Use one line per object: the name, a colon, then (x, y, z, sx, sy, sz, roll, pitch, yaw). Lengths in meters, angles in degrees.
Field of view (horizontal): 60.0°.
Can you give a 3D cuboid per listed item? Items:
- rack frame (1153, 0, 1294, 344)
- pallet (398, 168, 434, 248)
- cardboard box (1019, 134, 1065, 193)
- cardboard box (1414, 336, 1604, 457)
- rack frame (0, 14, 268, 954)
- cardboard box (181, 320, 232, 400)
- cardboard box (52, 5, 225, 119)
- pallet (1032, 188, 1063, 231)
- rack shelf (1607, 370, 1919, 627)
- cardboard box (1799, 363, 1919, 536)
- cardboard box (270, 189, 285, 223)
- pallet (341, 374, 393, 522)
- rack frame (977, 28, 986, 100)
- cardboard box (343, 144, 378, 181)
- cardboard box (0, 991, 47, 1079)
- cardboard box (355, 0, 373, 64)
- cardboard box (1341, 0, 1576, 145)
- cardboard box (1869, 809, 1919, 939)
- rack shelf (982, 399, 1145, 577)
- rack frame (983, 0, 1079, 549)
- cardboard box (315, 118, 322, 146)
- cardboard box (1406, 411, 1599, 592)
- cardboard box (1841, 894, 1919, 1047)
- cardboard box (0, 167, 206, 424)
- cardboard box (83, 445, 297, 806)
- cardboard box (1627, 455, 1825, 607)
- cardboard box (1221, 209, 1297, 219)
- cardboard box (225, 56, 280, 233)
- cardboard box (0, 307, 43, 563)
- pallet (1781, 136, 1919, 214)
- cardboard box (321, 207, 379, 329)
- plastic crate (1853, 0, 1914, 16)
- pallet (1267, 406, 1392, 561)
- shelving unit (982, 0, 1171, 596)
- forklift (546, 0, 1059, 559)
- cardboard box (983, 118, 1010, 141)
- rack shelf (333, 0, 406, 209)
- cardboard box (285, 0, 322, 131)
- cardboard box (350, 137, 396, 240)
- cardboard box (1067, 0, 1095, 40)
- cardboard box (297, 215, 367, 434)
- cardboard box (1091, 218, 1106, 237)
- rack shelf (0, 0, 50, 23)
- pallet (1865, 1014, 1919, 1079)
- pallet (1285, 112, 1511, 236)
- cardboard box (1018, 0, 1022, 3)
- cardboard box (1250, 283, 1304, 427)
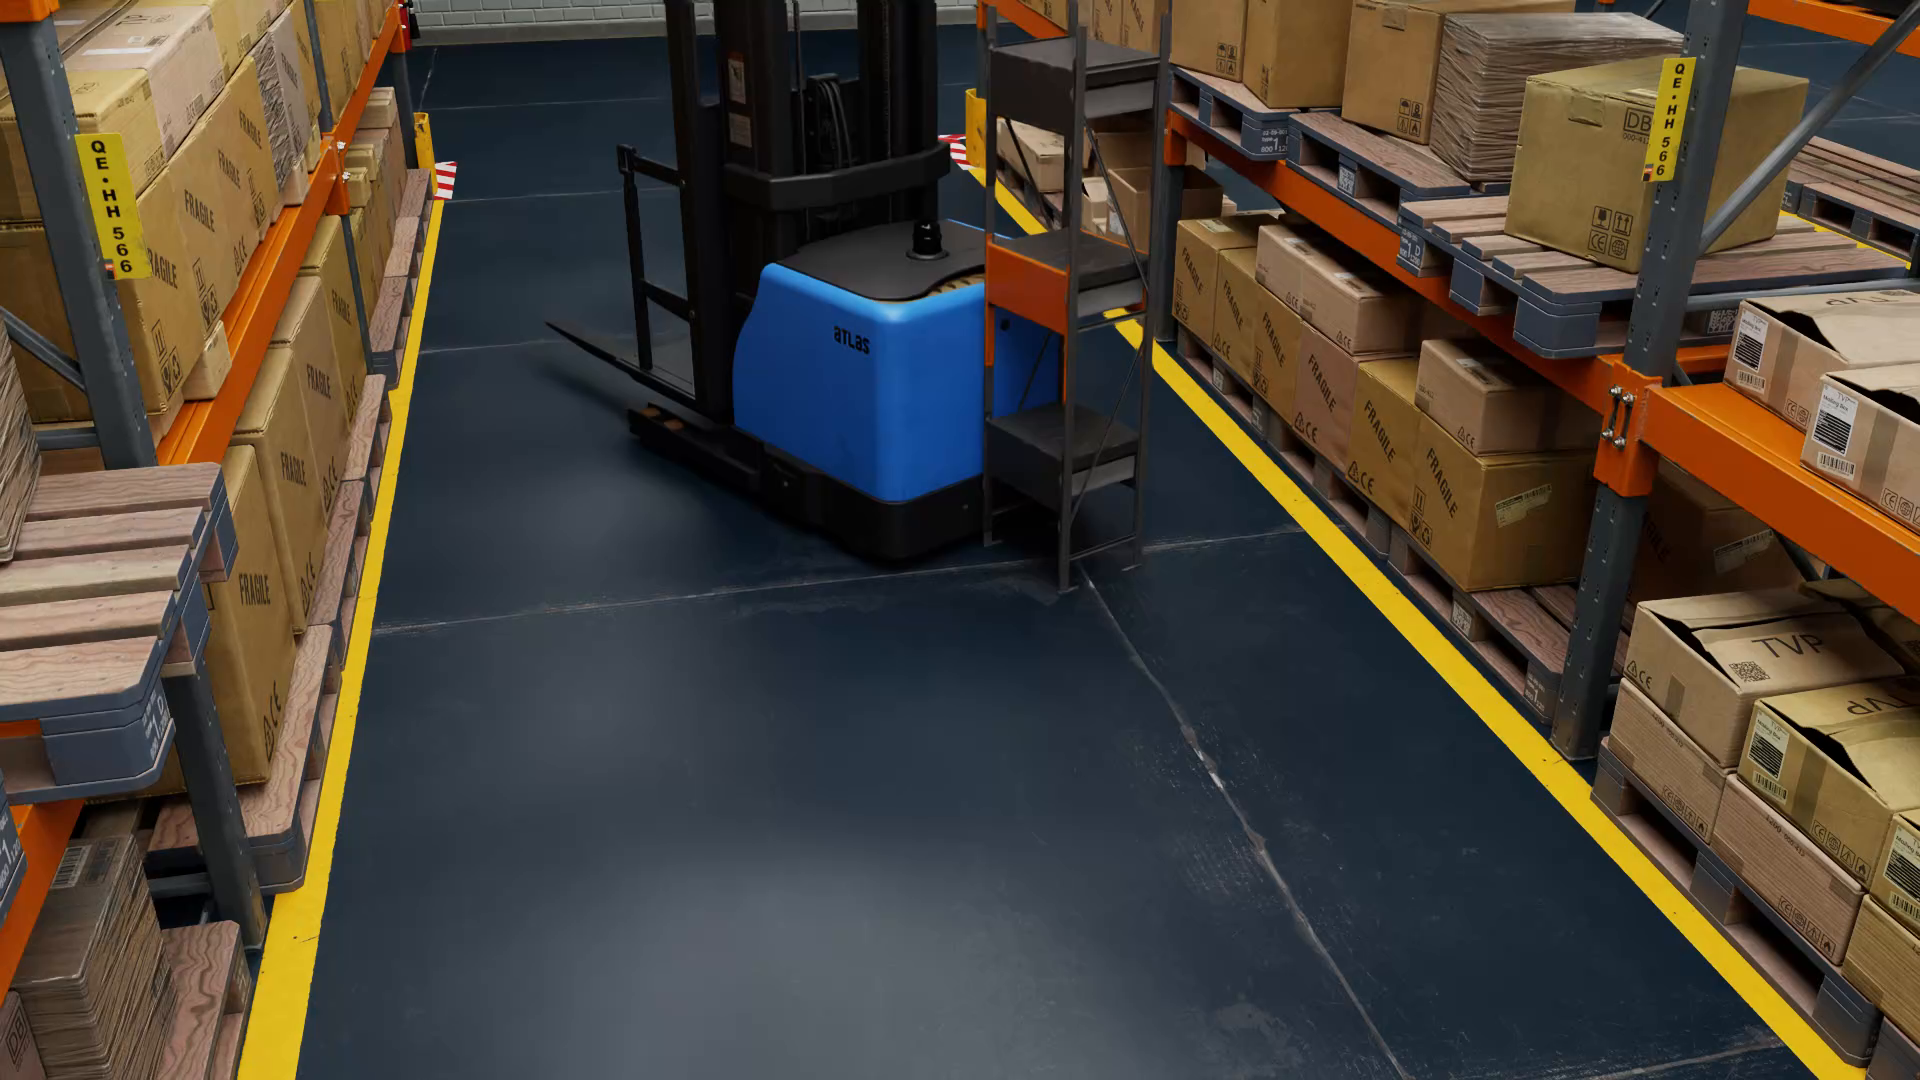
rack frame: (1.522, -2.455, 8.285, 1.000, 3.000, 0.127, -6, 27, -12)
pallet: (-3.948, -2.118, 10.713, 1.003, 0.211, 1.213, -6, 27, -12)
cardboard box: (0.693, -2.473, 10.885, 0.500, 0.250, 0.500, -6, 27, -12)
cardboard box: (1.968, -0.525, 5.916, 0.500, 0.250, 0.500, -5, 27, -10)
rack frame: (-2.402, -0.194, 3.806, 1.000, 3.000, 0.127, -6, 27, -12)
cardboard box: (-2.276, -0.496, 4.660, 0.380, 0.149, 0.250, -5, 27, -10)
cardboard box: (-2.491, -1.396, 4.891, 0.500, 0.250, 0.500, -6, 27, -11)
pallet: (1.090, -2.048, 10.574, 1.003, 0.211, 1.213, -6, 27, -12)
rack shelf: (2.875, 0.500, 3.229, 1.077, 0.370, 4.000, -6, 27, -12)
cardboard box: (2.437, -0.247, 4.009, 0.500, 0.311, 0.500, -6, 27, -12)
cardboard box: (-2.749, -1.277, 6.207, 0.380, 0.149, 0.250, -6, 27, -12)
pallet: (-3.056, -0.374, 7.258, 1.003, 0.211, 1.213, -6, 27, -12)
rack frame: (0.621, -4.211, 11.764, 1.000, 3.000, 0.127, -6, 27, -12)
cardboard box: (-3.389, -2.048, 9.067, 0.380, 0.149, 0.250, -7, 28, -13)
cardboard box: (-2.186, 1.274, 3.183, 0.700, 0.500, 0.500, -6, 27, -12)
cardboard box: (-3.742, -2.964, 8.960, 0.980, 0.700, 0.700, -7, 28, -14)
cardboard box: (1.981, -1.918, 6.644, 0.700, 0.500, 0.500, -13, 30, -25)
cardboard box: (2.495, 0.804, 3.791, 0.500, 0.311, 0.500, -7, 28, -13)
rack shelf: (0.401, -0.231, 6.462, 0.431, 0.518, 0.480, -18, 32, -31)
rack frame: (0.258, -0.958, 6.317, 0.400, 2.100, 0.015, -18, 32, -31)
cardboard box: (-2.951, -1.727, 7.100, 0.380, 0.149, 0.250, -6, 27, -11)
cardboard box: (1.984, -0.166, 6.036, 0.500, 0.500, 0.500, -5, 27, -10)
cardboard box: (2.493, 1.049, 3.928, 0.500, 0.250, 0.500, -7, 28, -13)
cardboard box: (-2.262, -0.620, 4.186, 0.500, 0.500, 0.500, -5, 27, -10)
cardboard box: (-2.439, 0.242, 4.862, 0.750, 0.750, 0.750, -6, 27, -12)
cardboard box: (2.600, -0.008, 5.724, 0.500, 0.500, 0.500, -5, 27, -9)
cardboard box: (1.639, -1.657, 9.200, 0.500, 0.311, 0.500, -6, 27, -12)
cardboard box: (-2.606, -1.297, 5.527, 0.500, 0.500, 0.500, -5, 27, -10)
cardboard box: (-2.286, -0.230, 3.278, 0.700, 0.500, 0.500, -9, 28, -18)
pallet: (5.867, -2.567, 11.602, 1.003, 0.211, 1.213, -6, 27, -12)
cardboard box: (-3.372, -1.361, 8.425, 0.700, 0.500, 0.500, -6, 27, -11)
plastic crate: (5.835, -3.324, 10.246, 0.437, 0.125, 0.590, -6, 27, -12)
pallet: (2.021, -0.320, 7.150, 1.003, 0.211, 1.213, -6, 27, -12)
shelving unit: (0.401, -0.868, 6.140, 0.431, 2.100, 0.503, -18, 32, -31)
forklift: (-0.865, -1.818, 7.100, 1.130, 2.935, 3.031, -22, 34, -36)
cardboard box: (0.381, -2.916, 11.874, 0.380, 0.149, 0.250, -6, 27, -12)
rack shelf: (-3.754, -2.507, 9.187, 1.077, 0.370, 4.000, -6, 27, -12)
cardboard box: (-2.953, -1.960, 6.840, 0.500, 0.500, 0.500, -6, 27, -12)
cardboard box: (-3.722, -2.040, 9.772, 0.700, 0.500, 0.500, -7, 28, -13)
cardboard box: (0.924, -3.145, 9.540, 0.500, 0.500, 0.500, -5, 27, -10)
cardboard box: (-3.030, -0.906, 7.136, 0.750, 0.750, 0.750, -6, 27, -11)
cardboard box: (0.975, -1.759, 9.581, 0.380, 0.149, 0.250, -6, 27, -12)
rack shelf: (-1.951, -0.334, 1.553, 1.077, 0.370, 4.000, -6, 27, -12)
pallet: (2.843, 1.446, 3.651, 1.003, 0.211, 1.213, -6, 27, -12)
pallet: (1.981, -1.467, 6.540, 1.003, 0.211, 1.213, -6, 27, -12)
cardboard box: (0.586, -3.808, 10.855, 0.500, 0.500, 0.500, -6, 27, -12)
cardboard box: (1.630, -0.845, 7.382, 0.500, 0.500, 0.500, -6, 27, -11)
